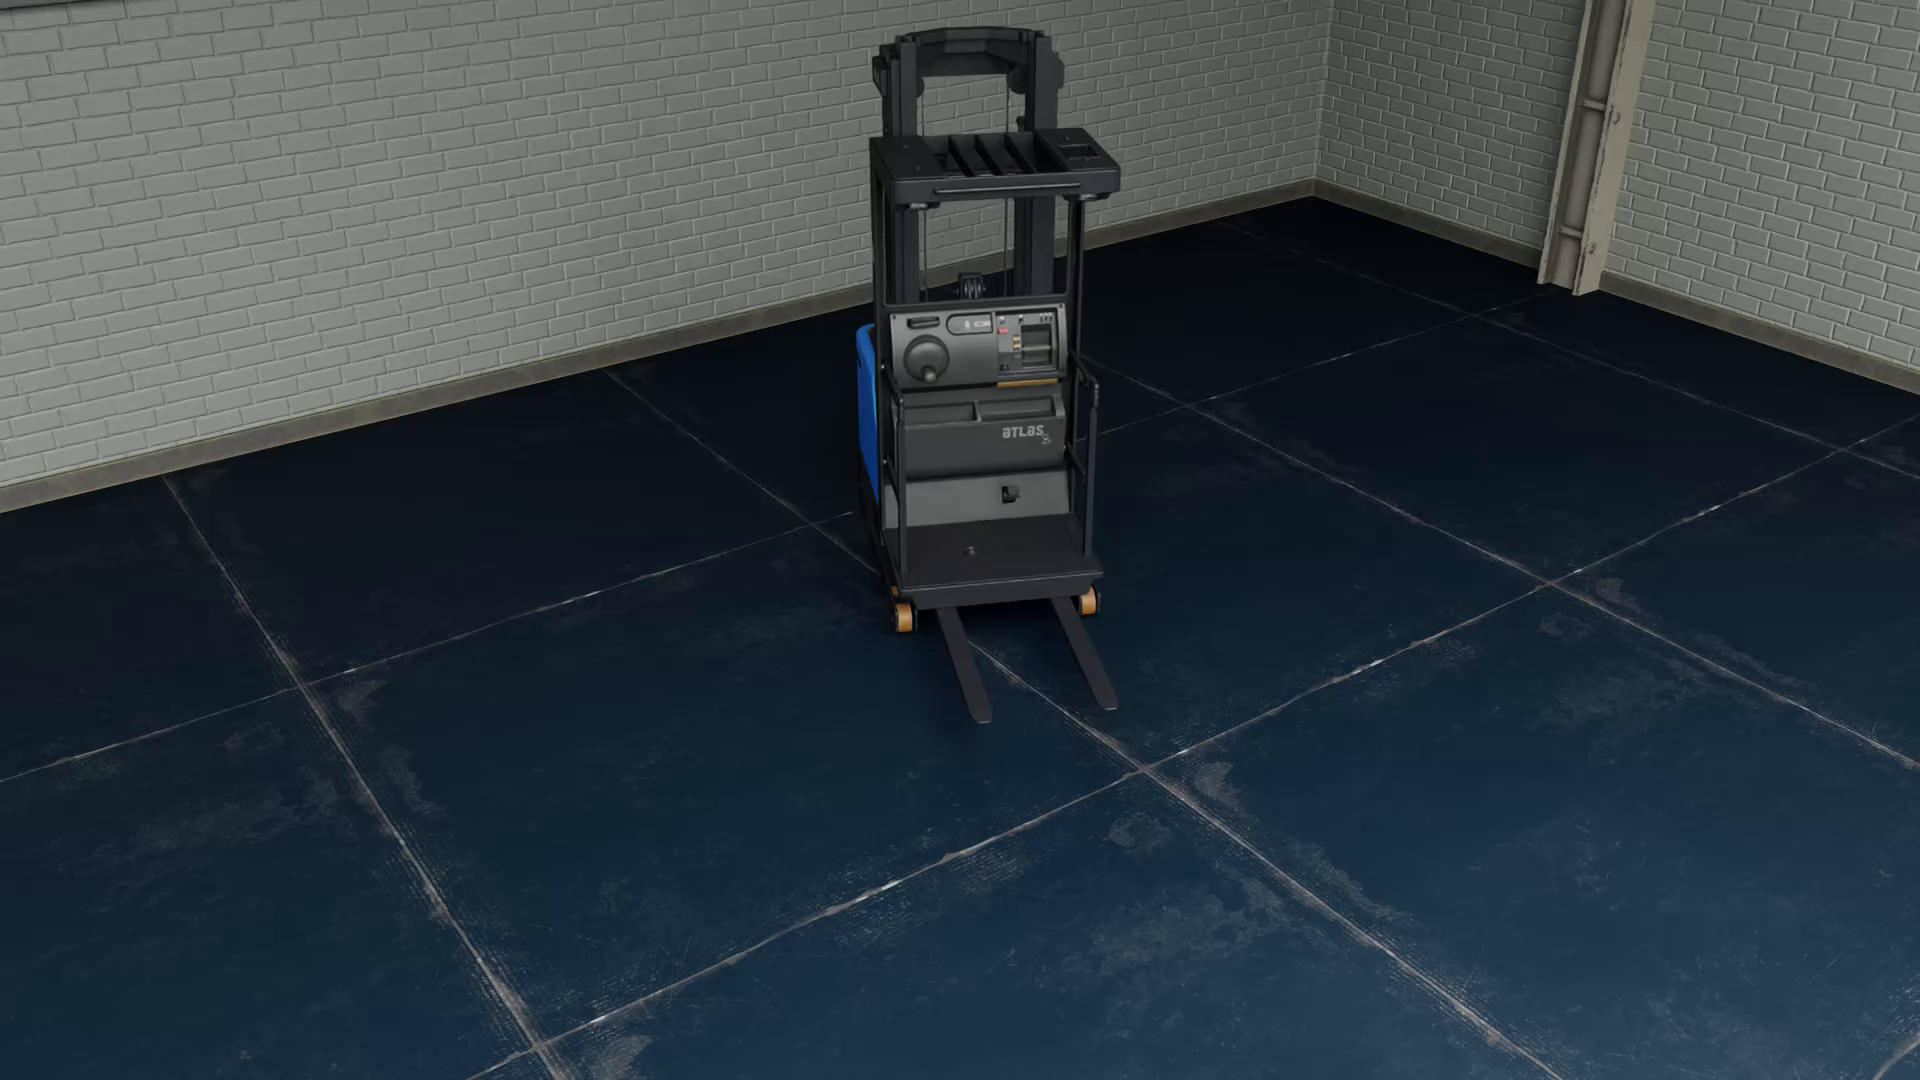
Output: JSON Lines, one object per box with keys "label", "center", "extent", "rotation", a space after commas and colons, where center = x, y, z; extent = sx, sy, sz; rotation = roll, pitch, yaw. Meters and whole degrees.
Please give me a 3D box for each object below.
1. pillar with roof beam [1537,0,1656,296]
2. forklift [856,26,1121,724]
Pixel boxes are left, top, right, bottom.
{"label": "pillar with roof beam", "center": [1.460, -4.842, 9.237], "extent": [9.100, 9.000, 0.400], "rotation": [-19, 34, -31]}
{"label": "forklift", "center": [0.140, -0.981, 8.486], "extent": [1.130, 2.935, 3.031], "rotation": [-5, 29, -9]}
